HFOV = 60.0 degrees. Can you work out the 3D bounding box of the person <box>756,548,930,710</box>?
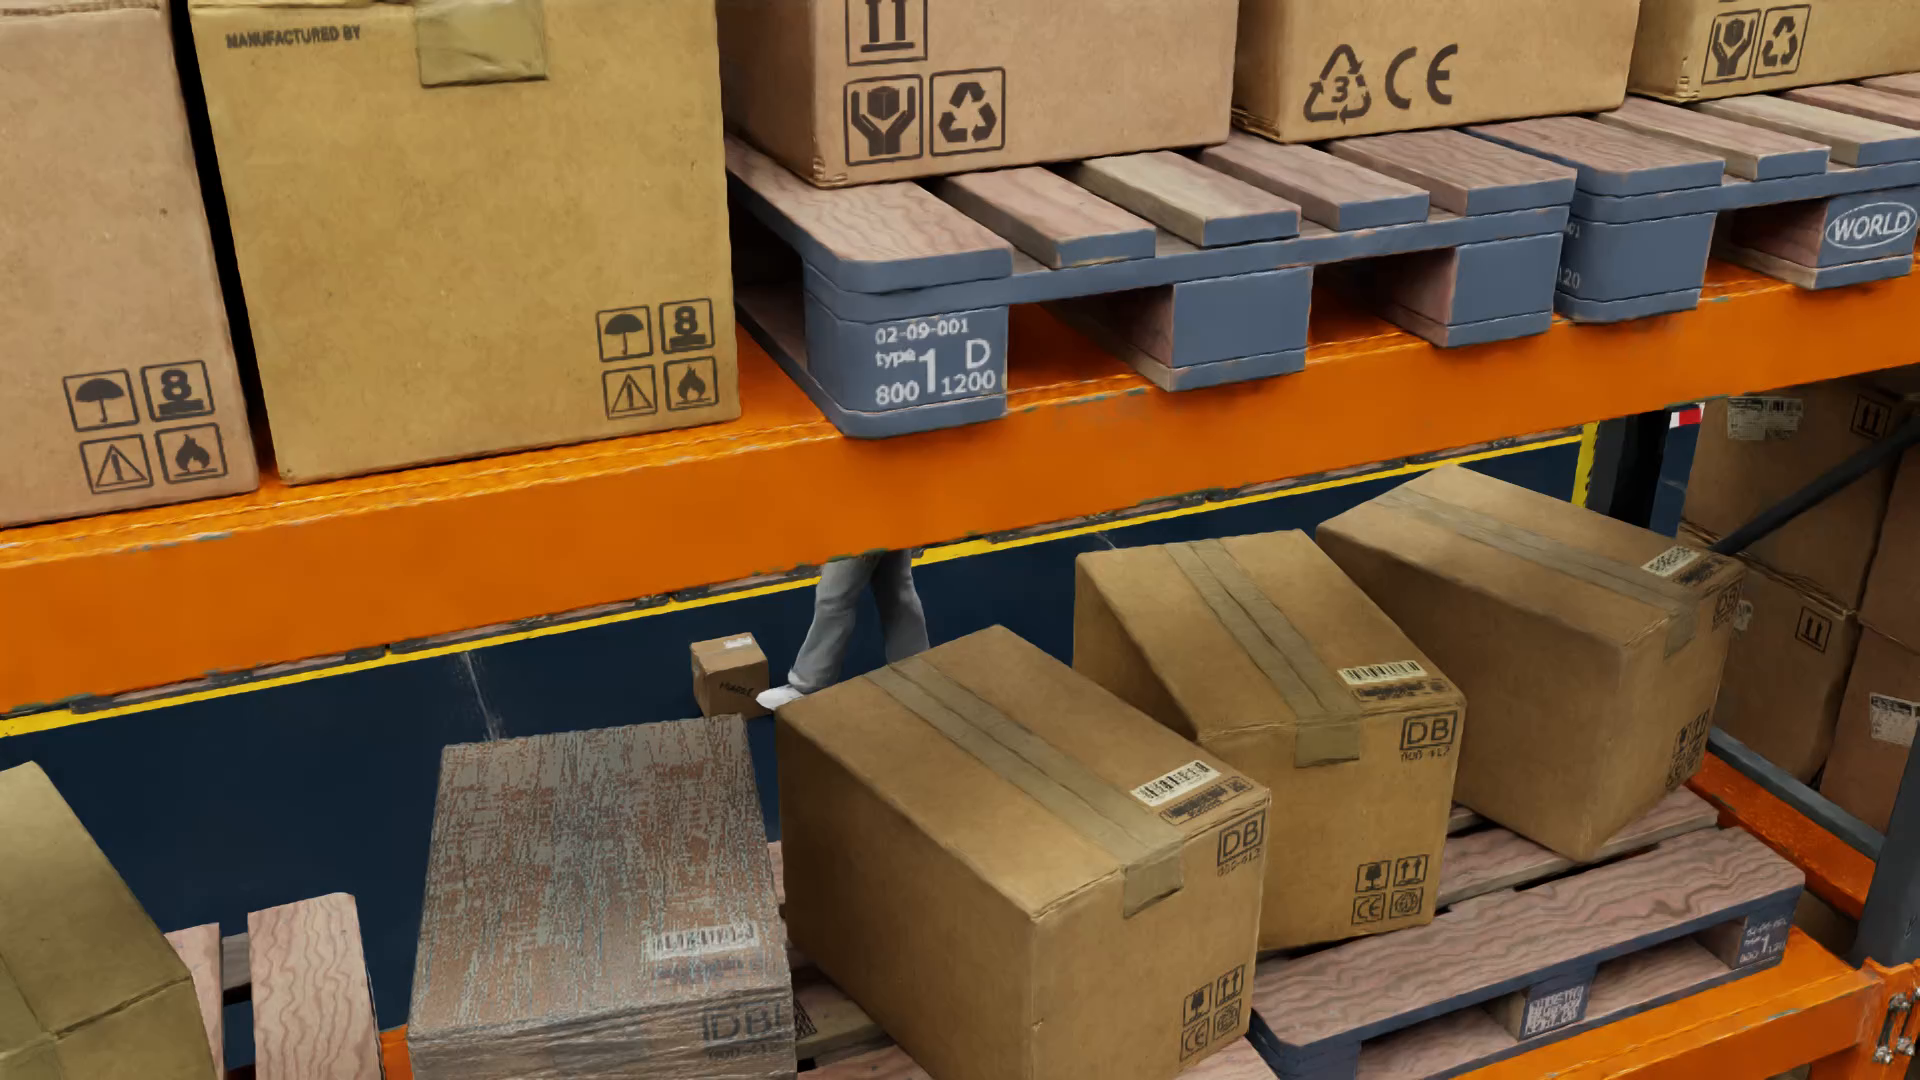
[{"bbox_3d":[-0.446,-0.115,6.336,0.705,1.662,0.430,2,26,3],"label":"person"}]
